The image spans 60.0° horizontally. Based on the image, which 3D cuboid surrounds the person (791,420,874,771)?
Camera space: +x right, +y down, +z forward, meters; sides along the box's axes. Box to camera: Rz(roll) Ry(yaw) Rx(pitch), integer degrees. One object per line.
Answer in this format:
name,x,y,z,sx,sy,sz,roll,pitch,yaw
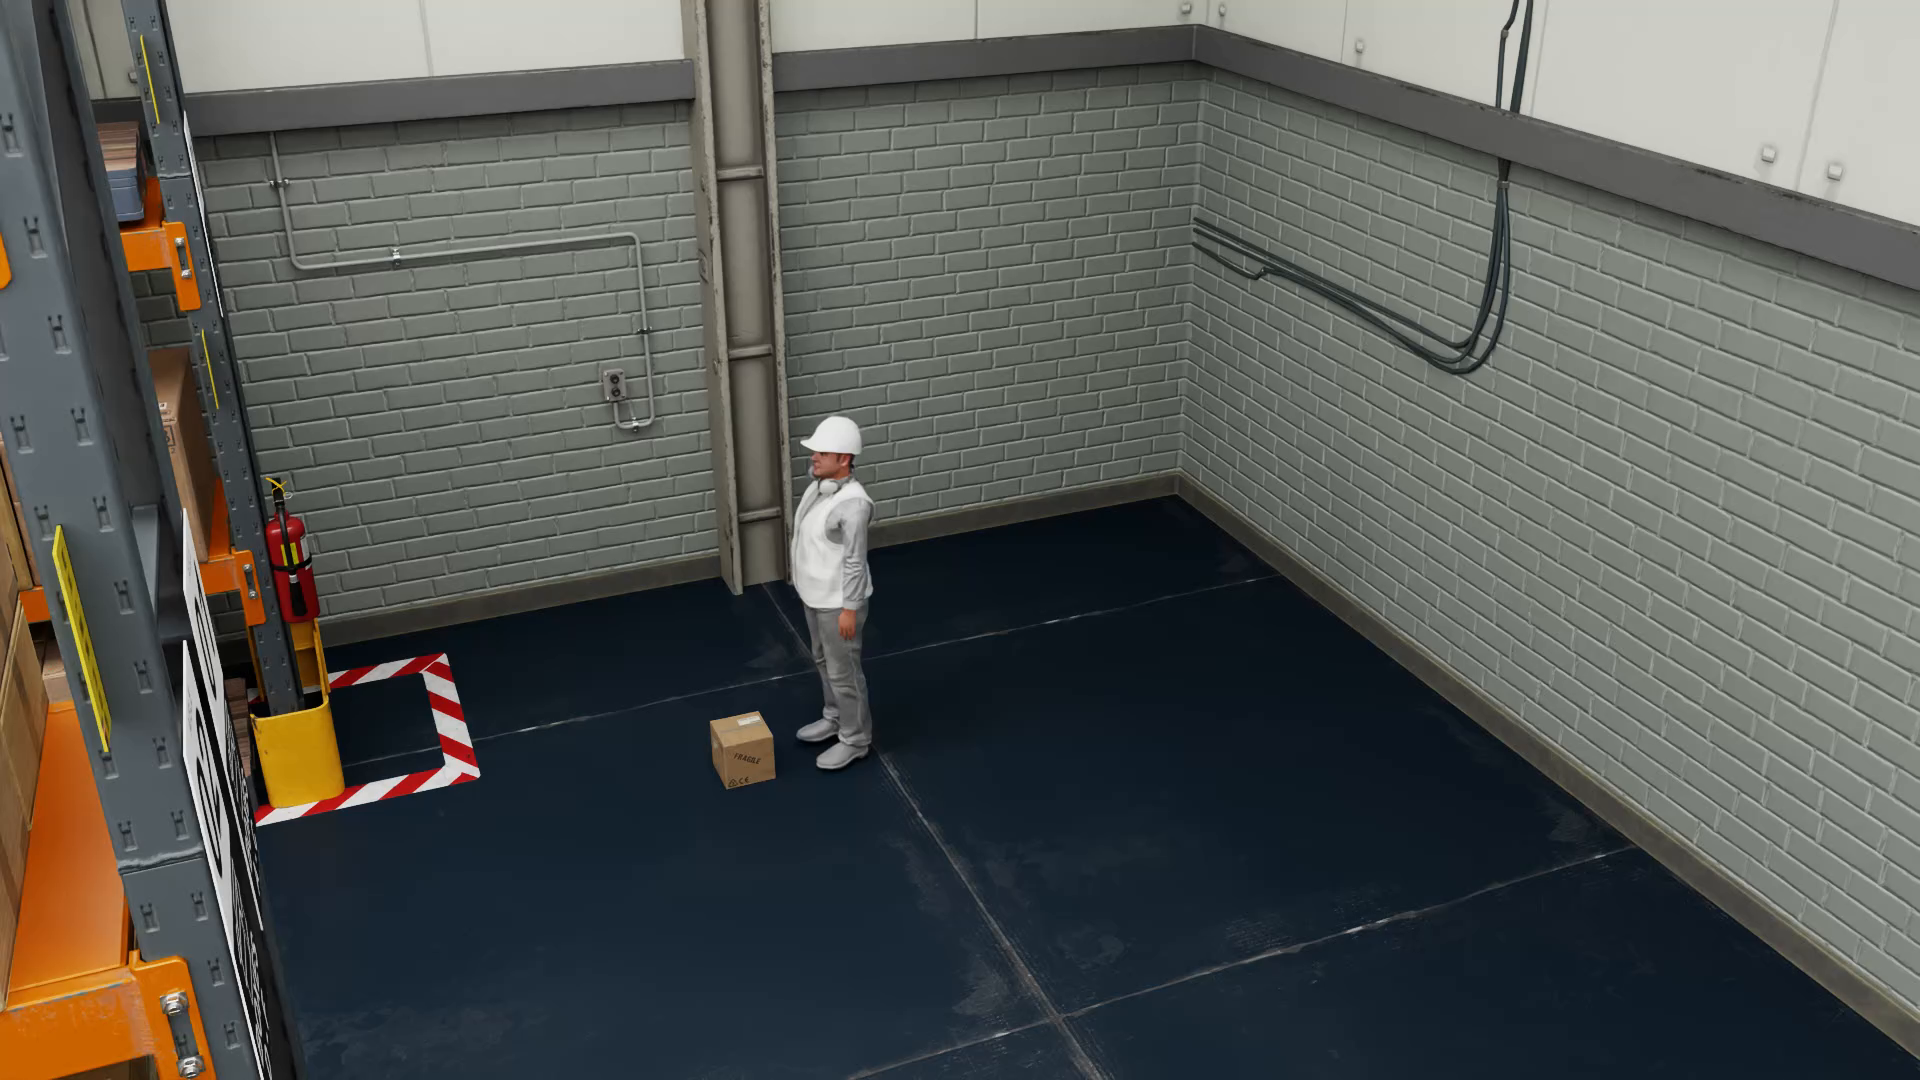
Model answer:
person,-0.615,0.264,8.016,0.356,1.771,0.529,-10,27,-19
